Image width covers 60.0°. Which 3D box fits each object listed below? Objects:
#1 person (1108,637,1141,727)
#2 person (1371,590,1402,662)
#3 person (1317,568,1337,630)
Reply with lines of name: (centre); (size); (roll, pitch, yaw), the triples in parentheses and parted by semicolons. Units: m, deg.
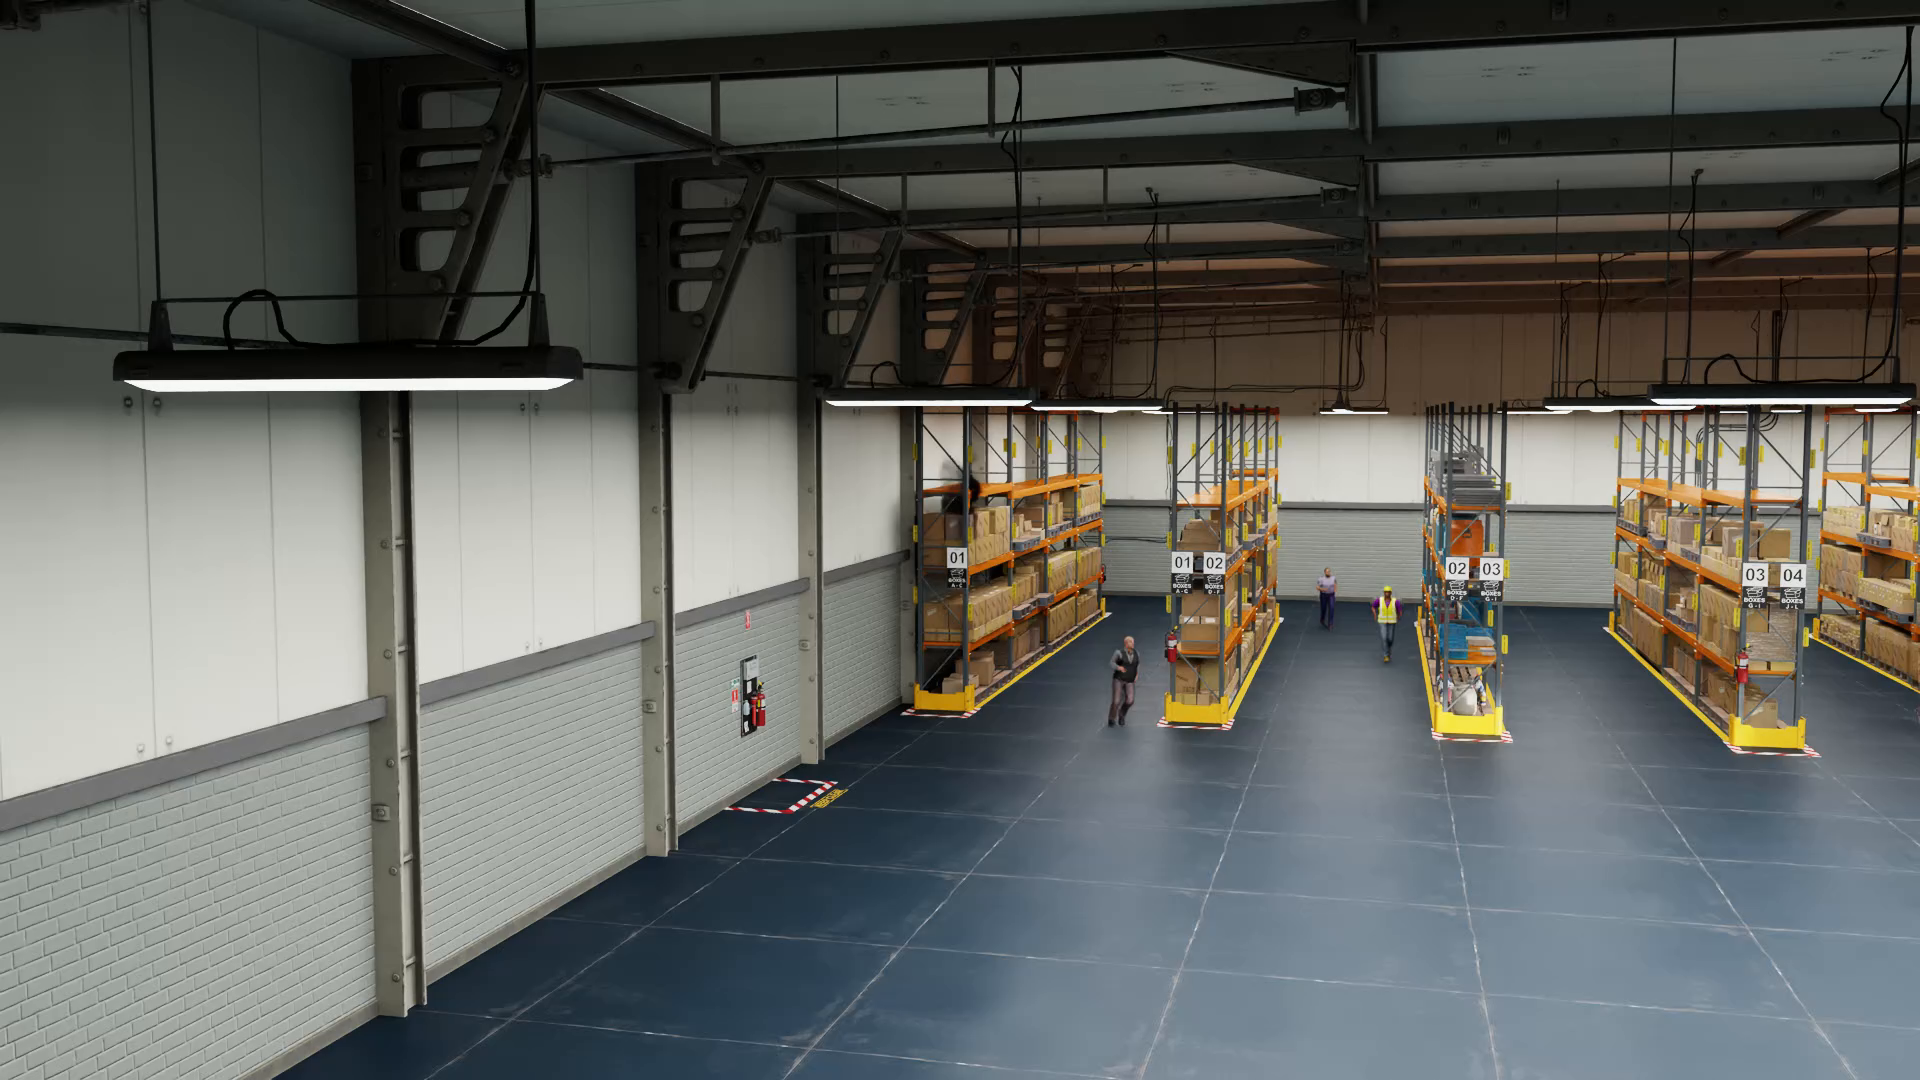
person: (3.084, 2.623, 30.702); (0.665, 1.678, 0.619); (-1, 4, -9)
person: (10.070, 2.023, 39.235); (0.700, 1.638, 0.881); (1, 4, 11)
person: (9.971, 1.573, 45.191); (0.575, 1.670, 0.906); (0, 4, 5)
